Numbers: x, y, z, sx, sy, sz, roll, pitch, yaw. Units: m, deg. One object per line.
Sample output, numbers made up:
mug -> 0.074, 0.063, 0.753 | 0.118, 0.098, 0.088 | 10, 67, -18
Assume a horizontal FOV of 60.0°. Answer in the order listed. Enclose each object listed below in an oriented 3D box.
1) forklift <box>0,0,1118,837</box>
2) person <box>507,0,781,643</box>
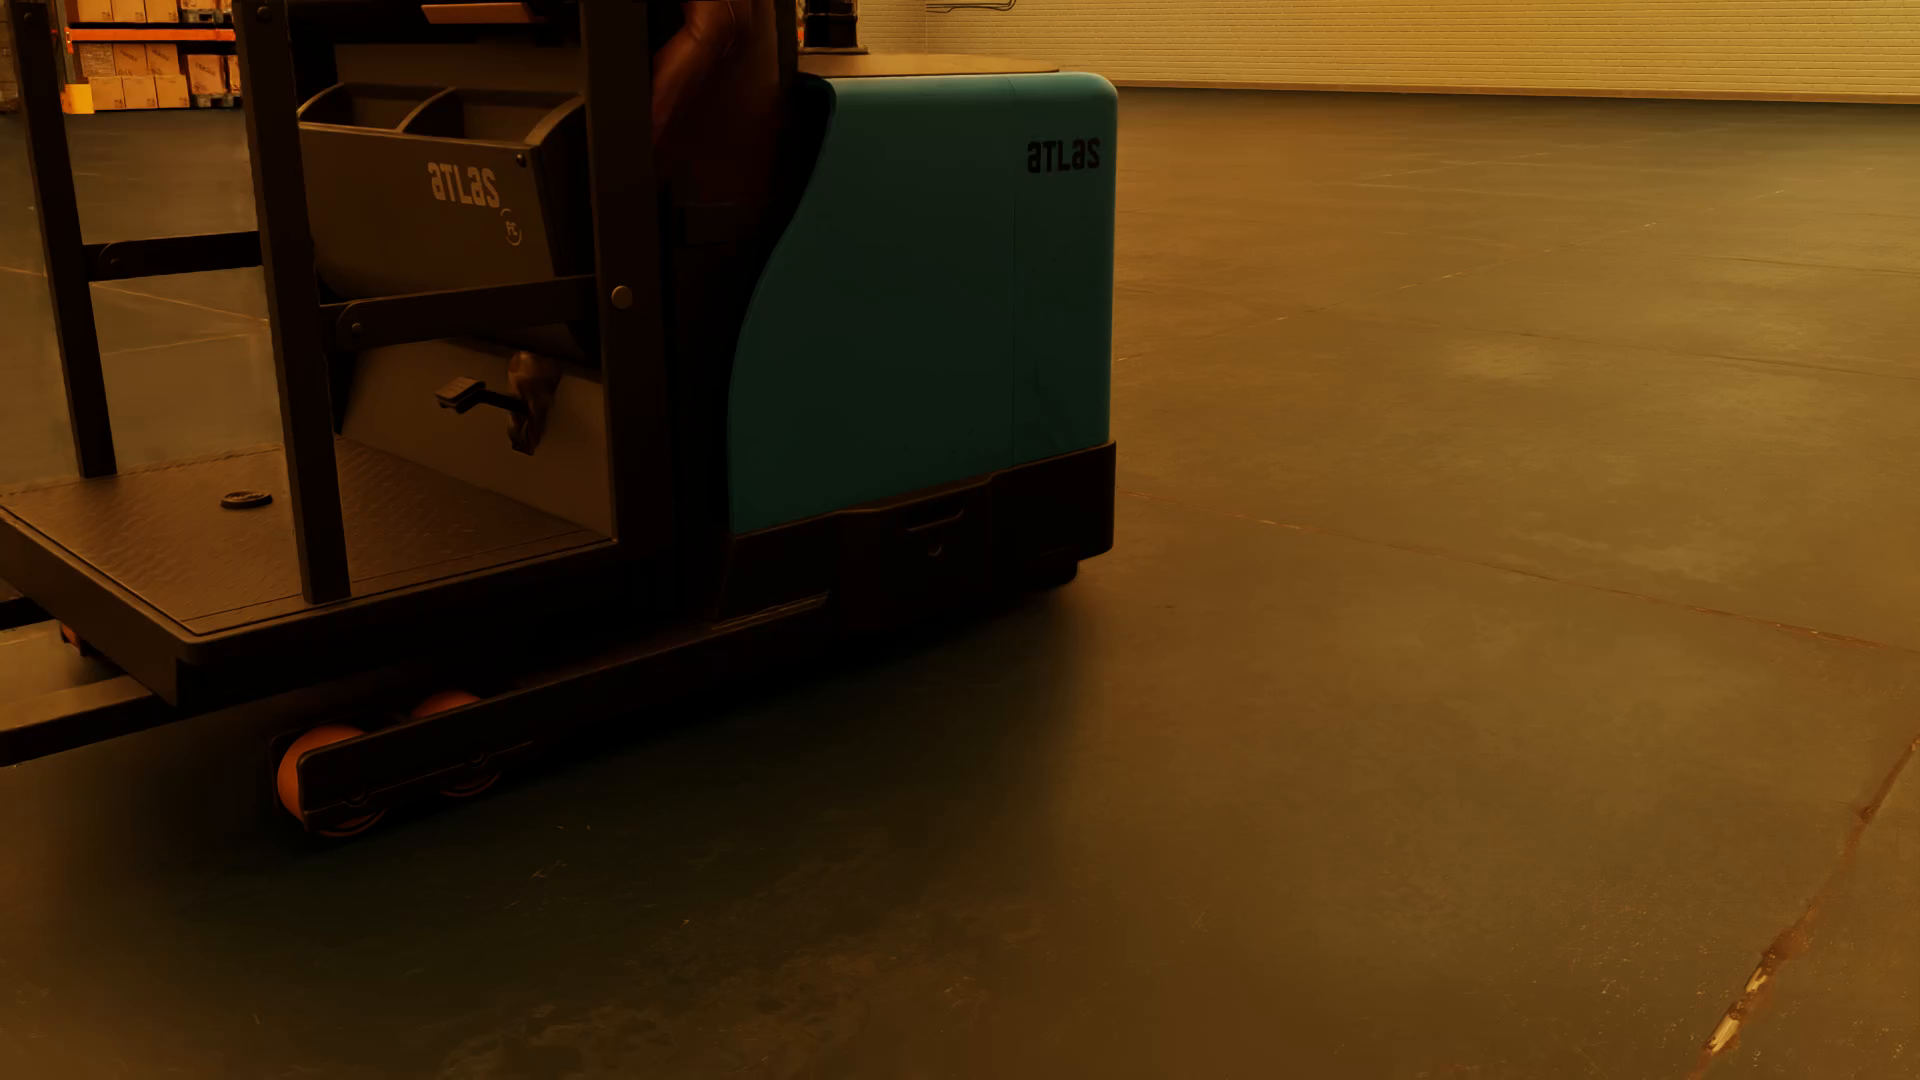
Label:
forklift -> -1.073, -1.129, 2.614 | 3.031, 2.935, 1.130 | -16, 23, -42
person -> -0.600, -0.510, 3.071 | 0.600, 1.512, 0.896 | 0, 17, 1
